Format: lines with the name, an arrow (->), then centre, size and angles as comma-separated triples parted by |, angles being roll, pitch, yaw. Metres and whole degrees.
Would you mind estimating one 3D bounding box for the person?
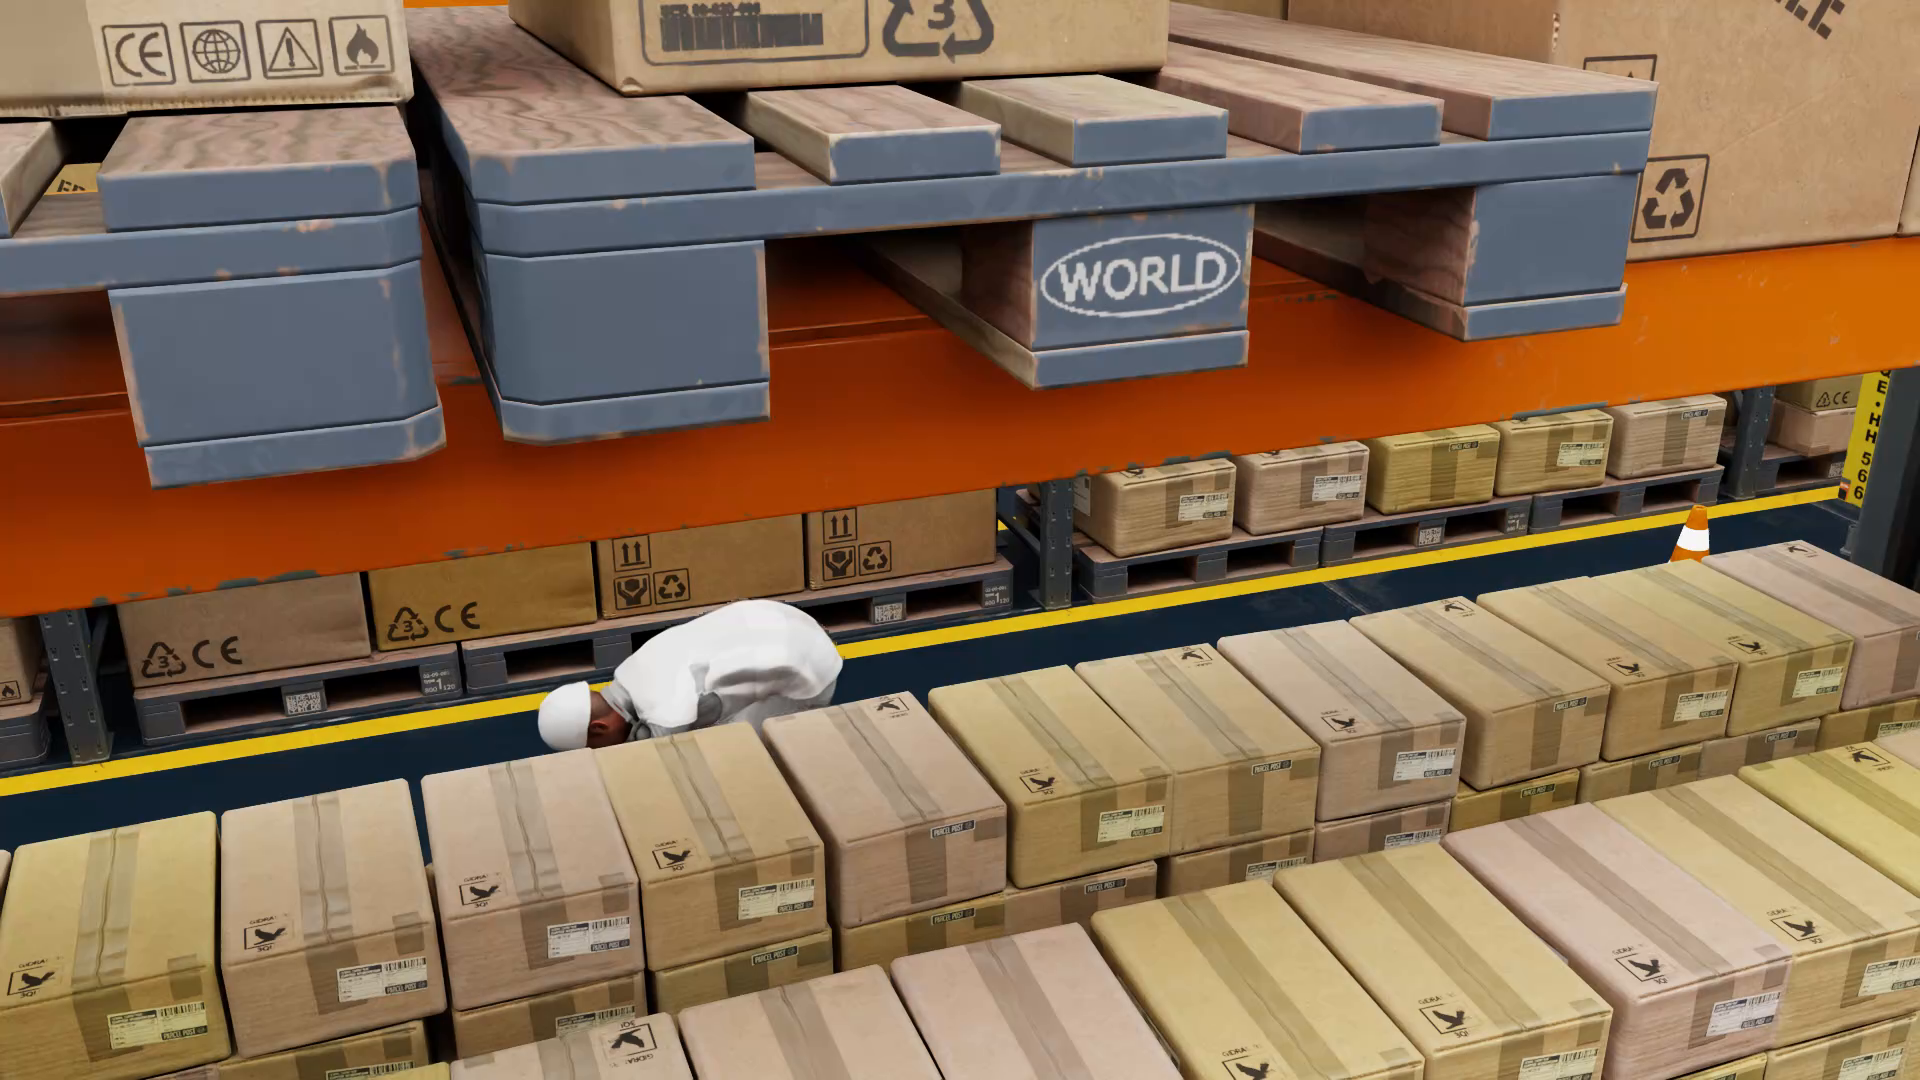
person -> -0.893, 0.681, 5.593 | 1.004, 0.896, 0.520 | -9, 24, -21
